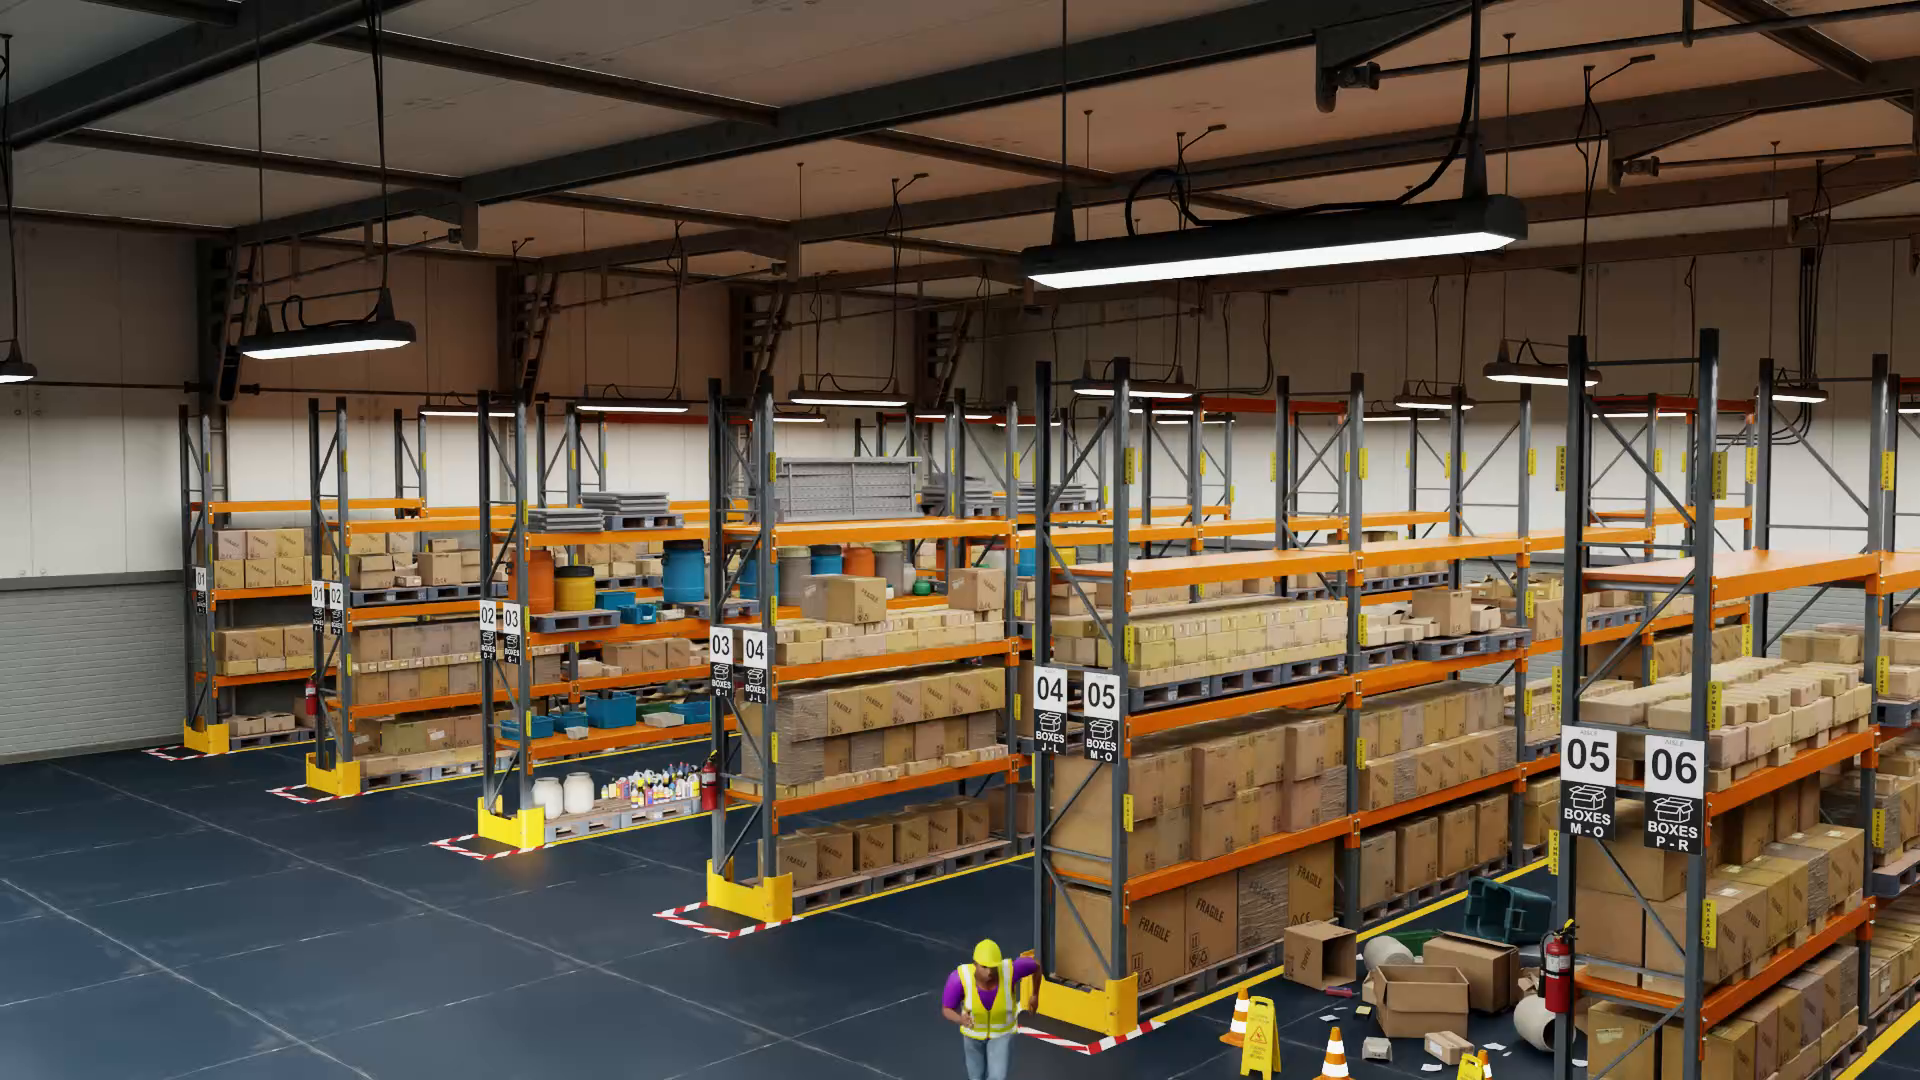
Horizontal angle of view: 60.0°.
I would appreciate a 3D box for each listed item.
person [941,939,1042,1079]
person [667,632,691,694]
[{"bbox_3d":[0.236,3.706,12.359,0.743,1.665,0.972,0,3,1],"label":"person"},{"bbox_3d":[-5.657,2.611,32.813,0.691,1.663,0.603,2,4,35],"label":"person"}]
